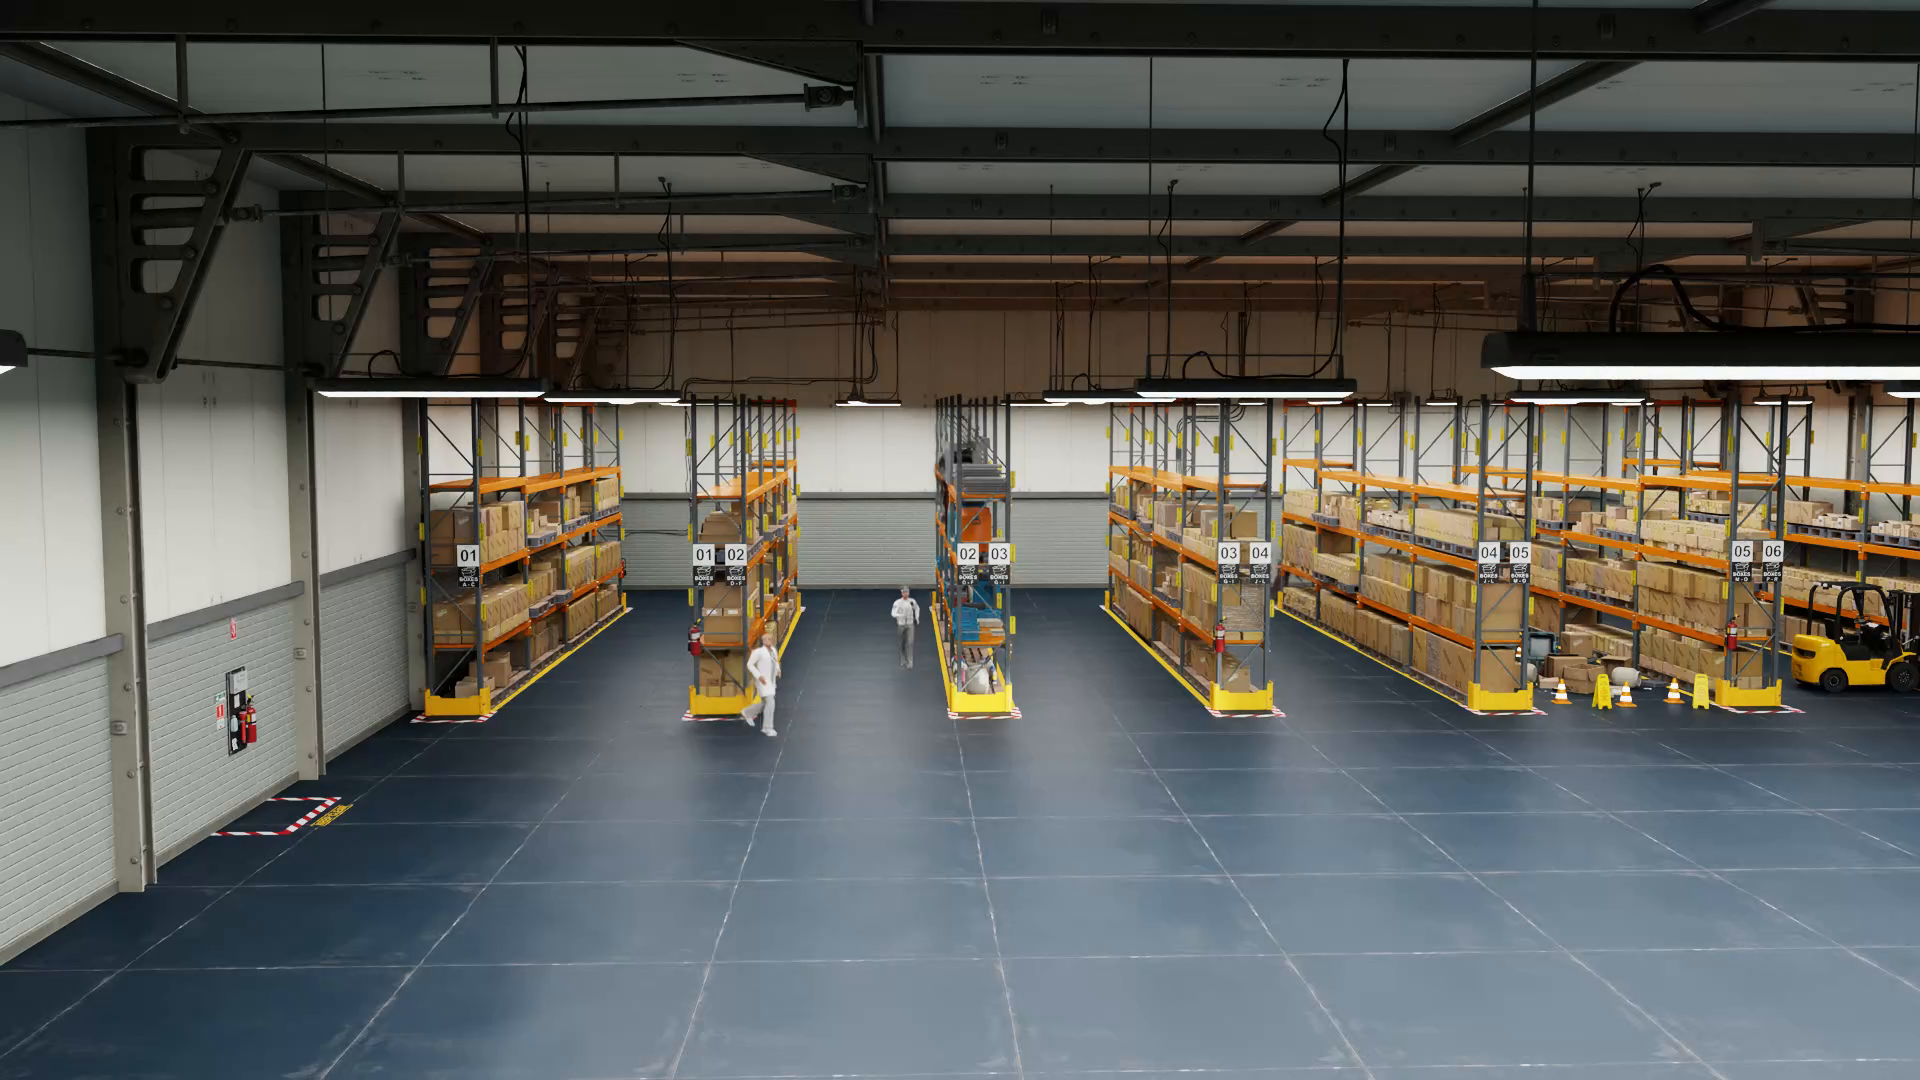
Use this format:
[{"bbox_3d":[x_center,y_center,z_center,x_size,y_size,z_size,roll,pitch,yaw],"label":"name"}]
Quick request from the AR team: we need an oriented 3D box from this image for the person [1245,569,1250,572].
[{"bbox_3d":[8.370,1.099,48.709,0.517,1.585,0.706,-1,5,-18],"label":"person"}]

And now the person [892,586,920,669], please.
[{"bbox_3d":[-1.133,1.823,34.954,0.605,1.734,0.860,0,5,-5],"label":"person"}]

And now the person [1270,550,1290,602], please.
[{"bbox_3d":[9.511,1.046,48.757,0.897,1.733,0.671,-1,5,-10],"label":"person"}]

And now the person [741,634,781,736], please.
[{"bbox_3d":[-3.505,2.540,29.415,0.852,1.807,0.713,3,5,31],"label":"person"}]
